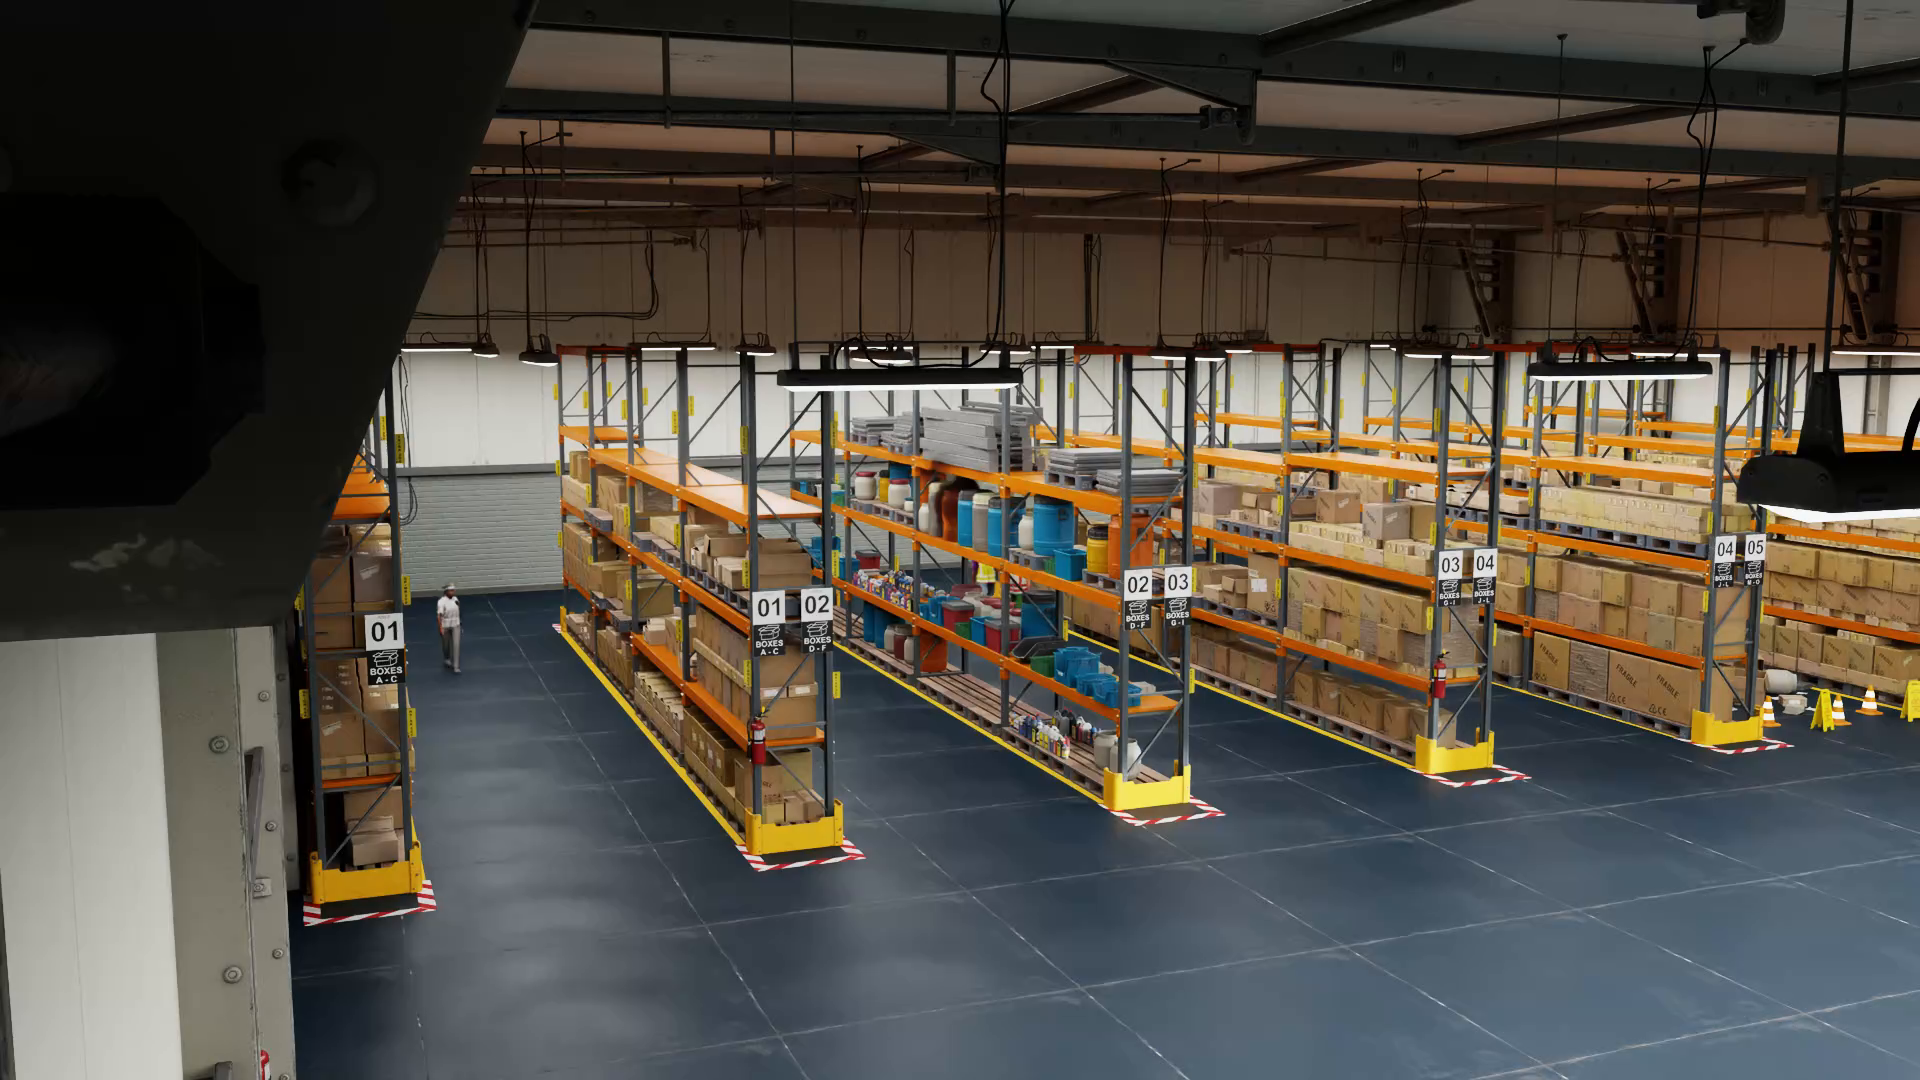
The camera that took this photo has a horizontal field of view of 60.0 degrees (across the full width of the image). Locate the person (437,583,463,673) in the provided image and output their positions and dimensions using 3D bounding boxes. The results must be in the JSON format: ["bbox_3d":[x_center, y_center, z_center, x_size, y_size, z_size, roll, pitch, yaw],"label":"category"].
[{"bbox_3d":[-9.458,1.603,30.853,0.448,1.648,0.926,-2,8,-17],"label":"person"}]

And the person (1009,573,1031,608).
[{"bbox_3d":[1.122,1.111,34.157,0.630,1.784,0.559,-6,9,-39],"label":"person"}]

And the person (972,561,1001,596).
[{"bbox_3d":[0.600,0.915,35.893,0.582,1.718,1.058,-3,8,-23],"label":"person"}]
